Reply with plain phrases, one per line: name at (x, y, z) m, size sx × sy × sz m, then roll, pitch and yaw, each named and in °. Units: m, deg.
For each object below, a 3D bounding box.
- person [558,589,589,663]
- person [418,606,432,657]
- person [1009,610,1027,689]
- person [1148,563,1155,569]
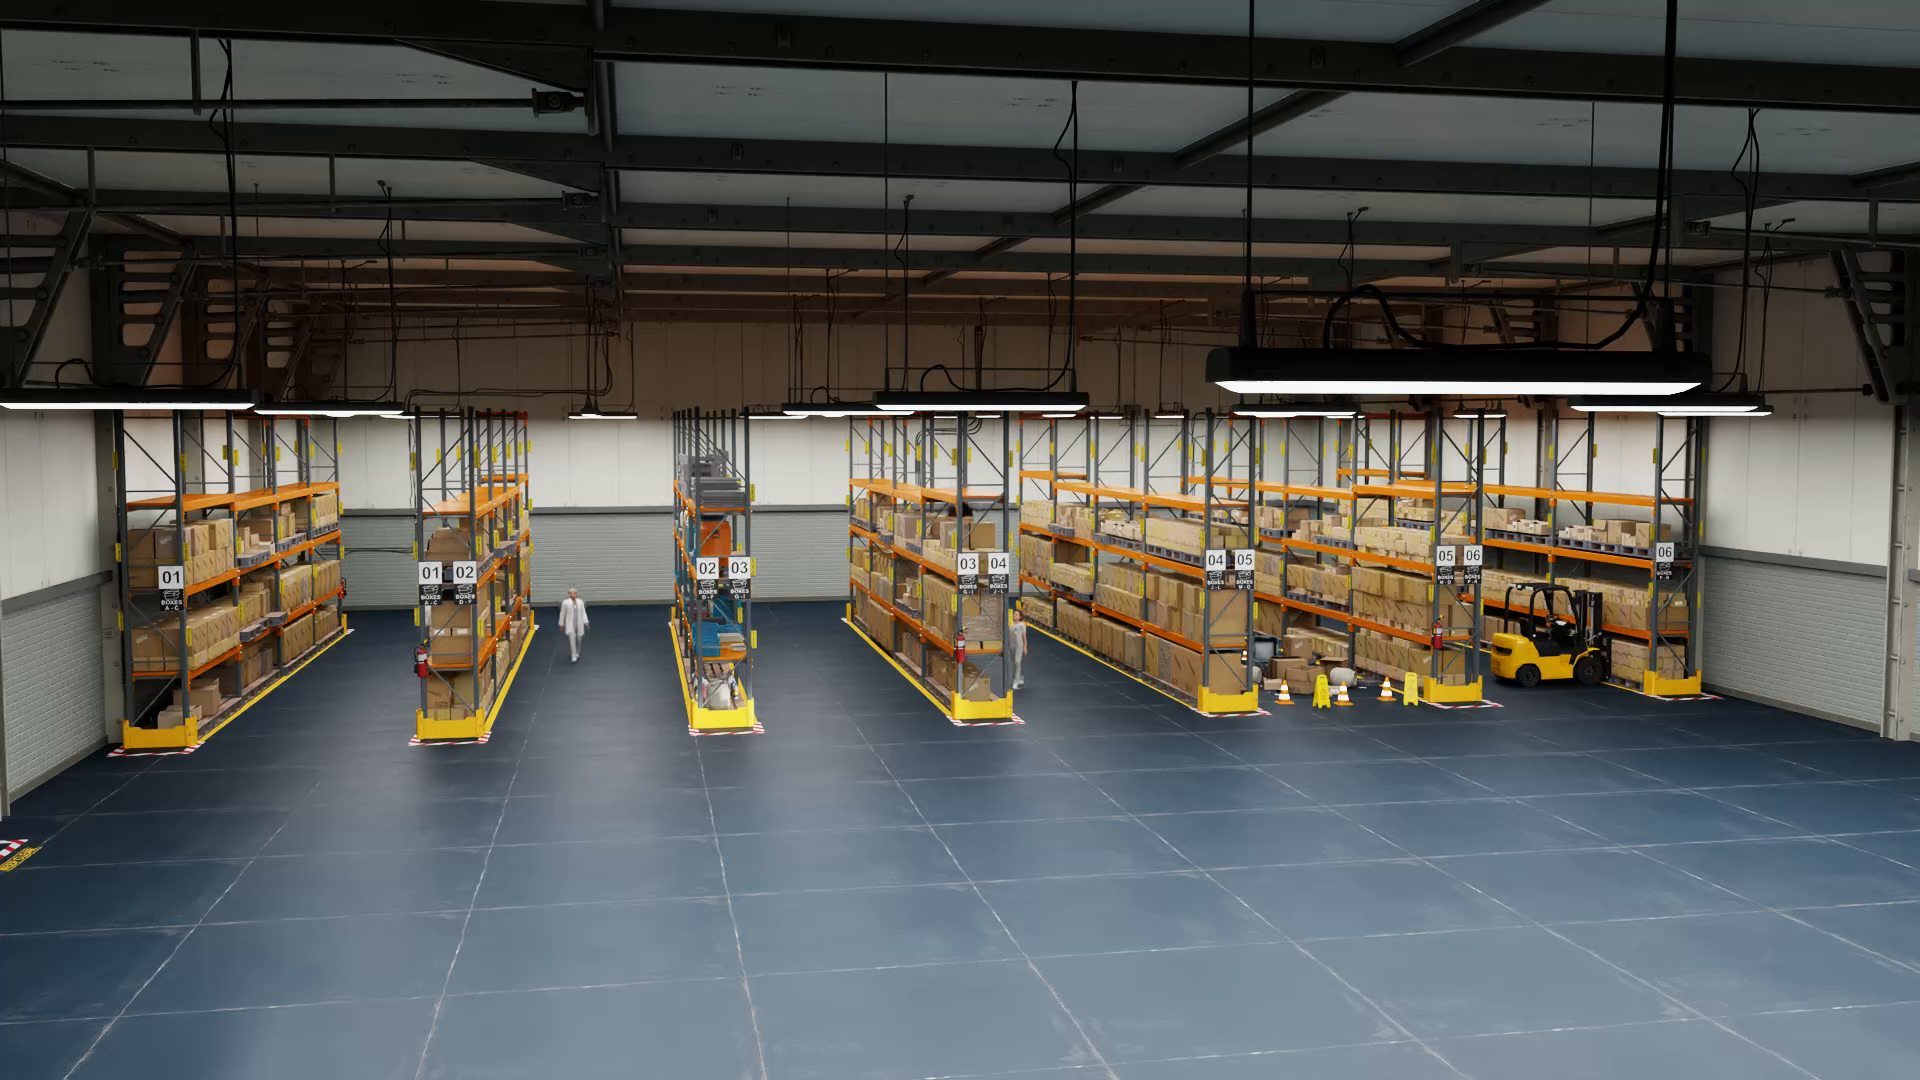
person at (-9.233, 2.032, 39.745) m, size 0.700 × 1.742 × 1.088 m, roll -2°, pitch 4°, yaw -23°
person at (-12.813, 2.062, 40.118) m, size 0.490 × 1.623 × 0.929 m, roll 0°, pitch 4°, yaw -5°
person at (1.180, 2.343, 35.900) m, size 0.500 × 1.655 × 0.748 m, roll 2°, pitch 5°, yaw 26°
person at (5.897, 1.173, 52.631) m, size 0.867 × 1.560 × 0.389 m, roll -3°, pitch 5°, yaw -32°
